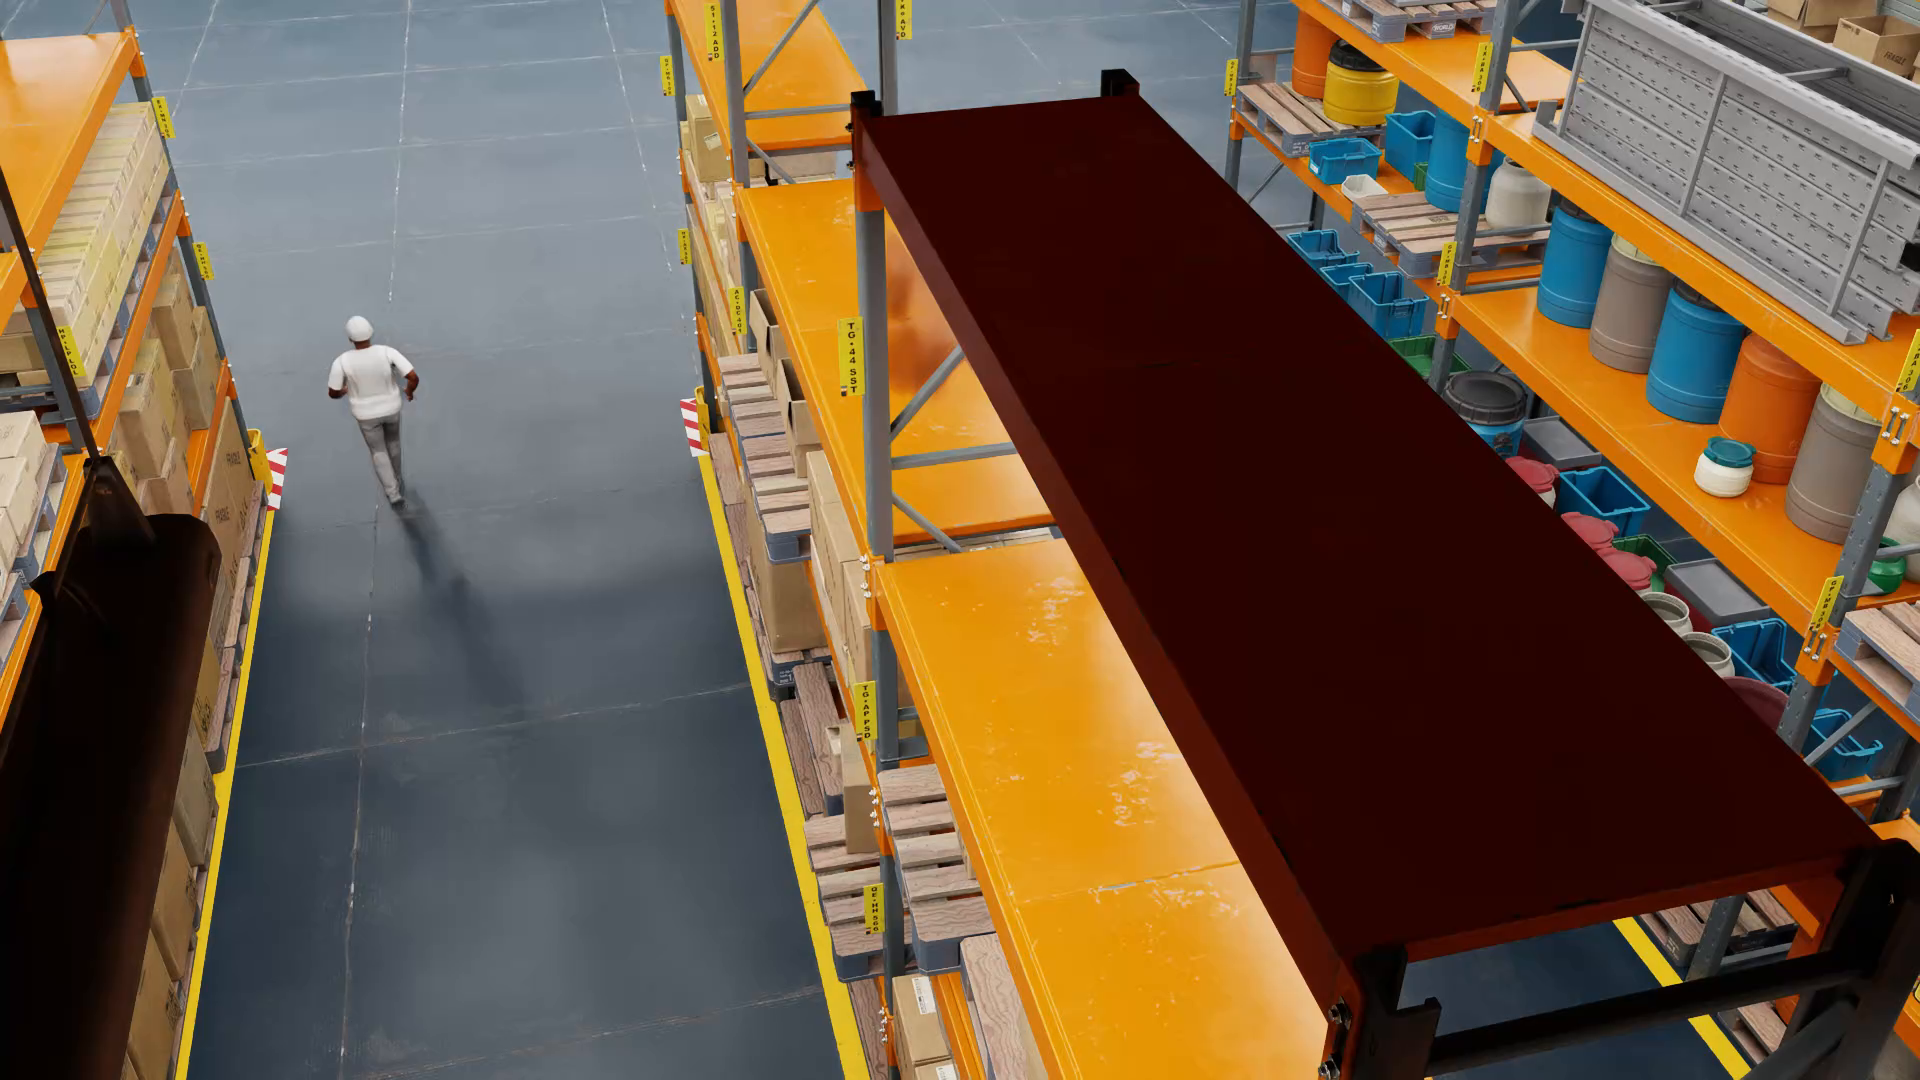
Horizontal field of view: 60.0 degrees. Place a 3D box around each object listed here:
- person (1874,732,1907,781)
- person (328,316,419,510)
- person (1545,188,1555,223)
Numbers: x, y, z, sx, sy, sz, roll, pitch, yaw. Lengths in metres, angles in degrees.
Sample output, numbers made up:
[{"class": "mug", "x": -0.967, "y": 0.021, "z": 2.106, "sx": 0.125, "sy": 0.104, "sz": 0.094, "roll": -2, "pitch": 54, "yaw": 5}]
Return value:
[{"class": "person", "x": 6.320, "y": 1.276, "z": 10.724, "sx": 0.625, "sy": 1.678, "sz": 0.984, "roll": -6, "pitch": 35, "yaw": -9}, {"class": "person", "x": -4.933, "y": -1.078, "z": 14.107, "sx": 0.709, "sy": 1.775, "sz": 0.937, "roll": -17, "pitch": 38, "yaw": -23}, {"class": "person", "x": 6.556, "y": -4.053, "z": 18.472, "sx": 0.758, "sy": 1.792, "sz": 0.720, "roll": 14, "pitch": 37, "yaw": 20}]
